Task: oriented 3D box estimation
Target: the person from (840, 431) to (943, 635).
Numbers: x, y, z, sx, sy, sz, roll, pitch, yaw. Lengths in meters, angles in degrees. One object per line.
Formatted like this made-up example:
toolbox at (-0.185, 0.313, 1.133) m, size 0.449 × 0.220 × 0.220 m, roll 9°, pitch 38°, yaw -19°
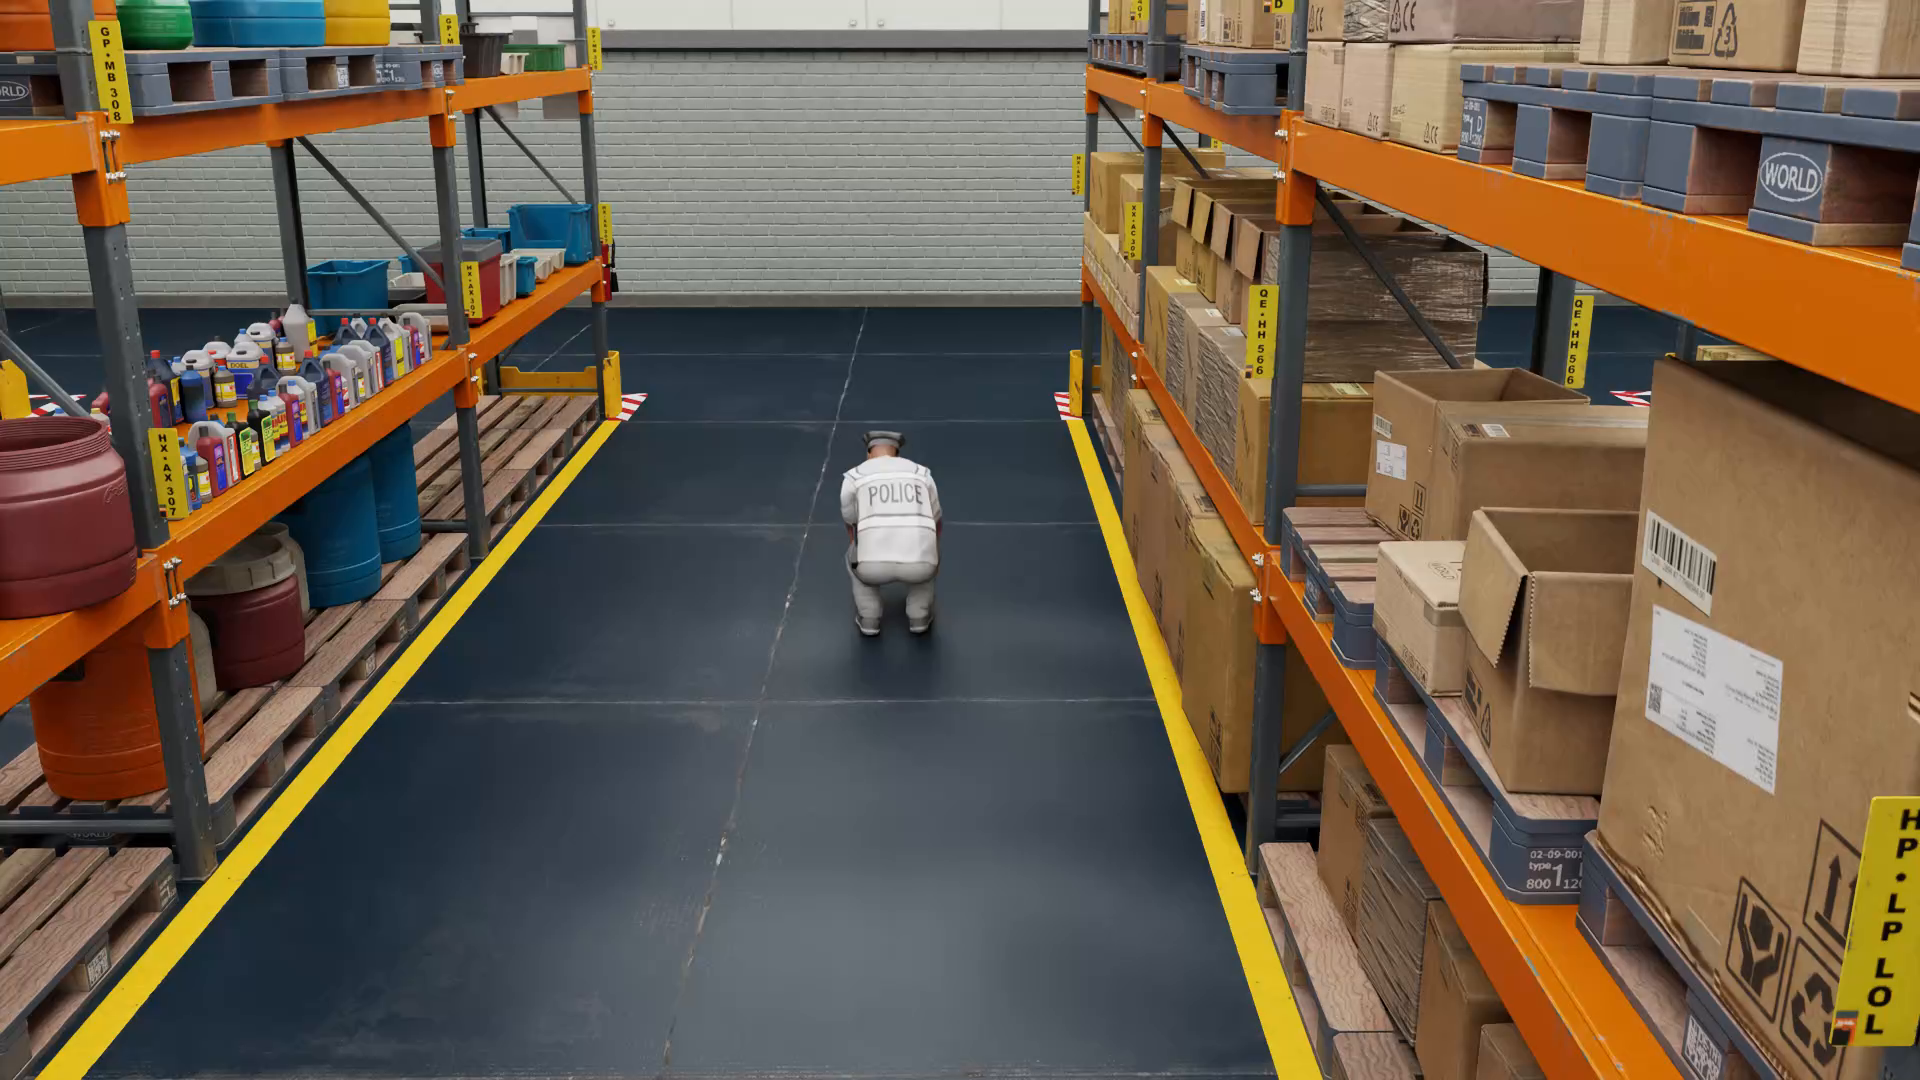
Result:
person at (-0.369, -0.040, 8.955) m, size 0.556 × 1.007 × 0.906 m, roll 0°, pitch 17°, yaw -1°
